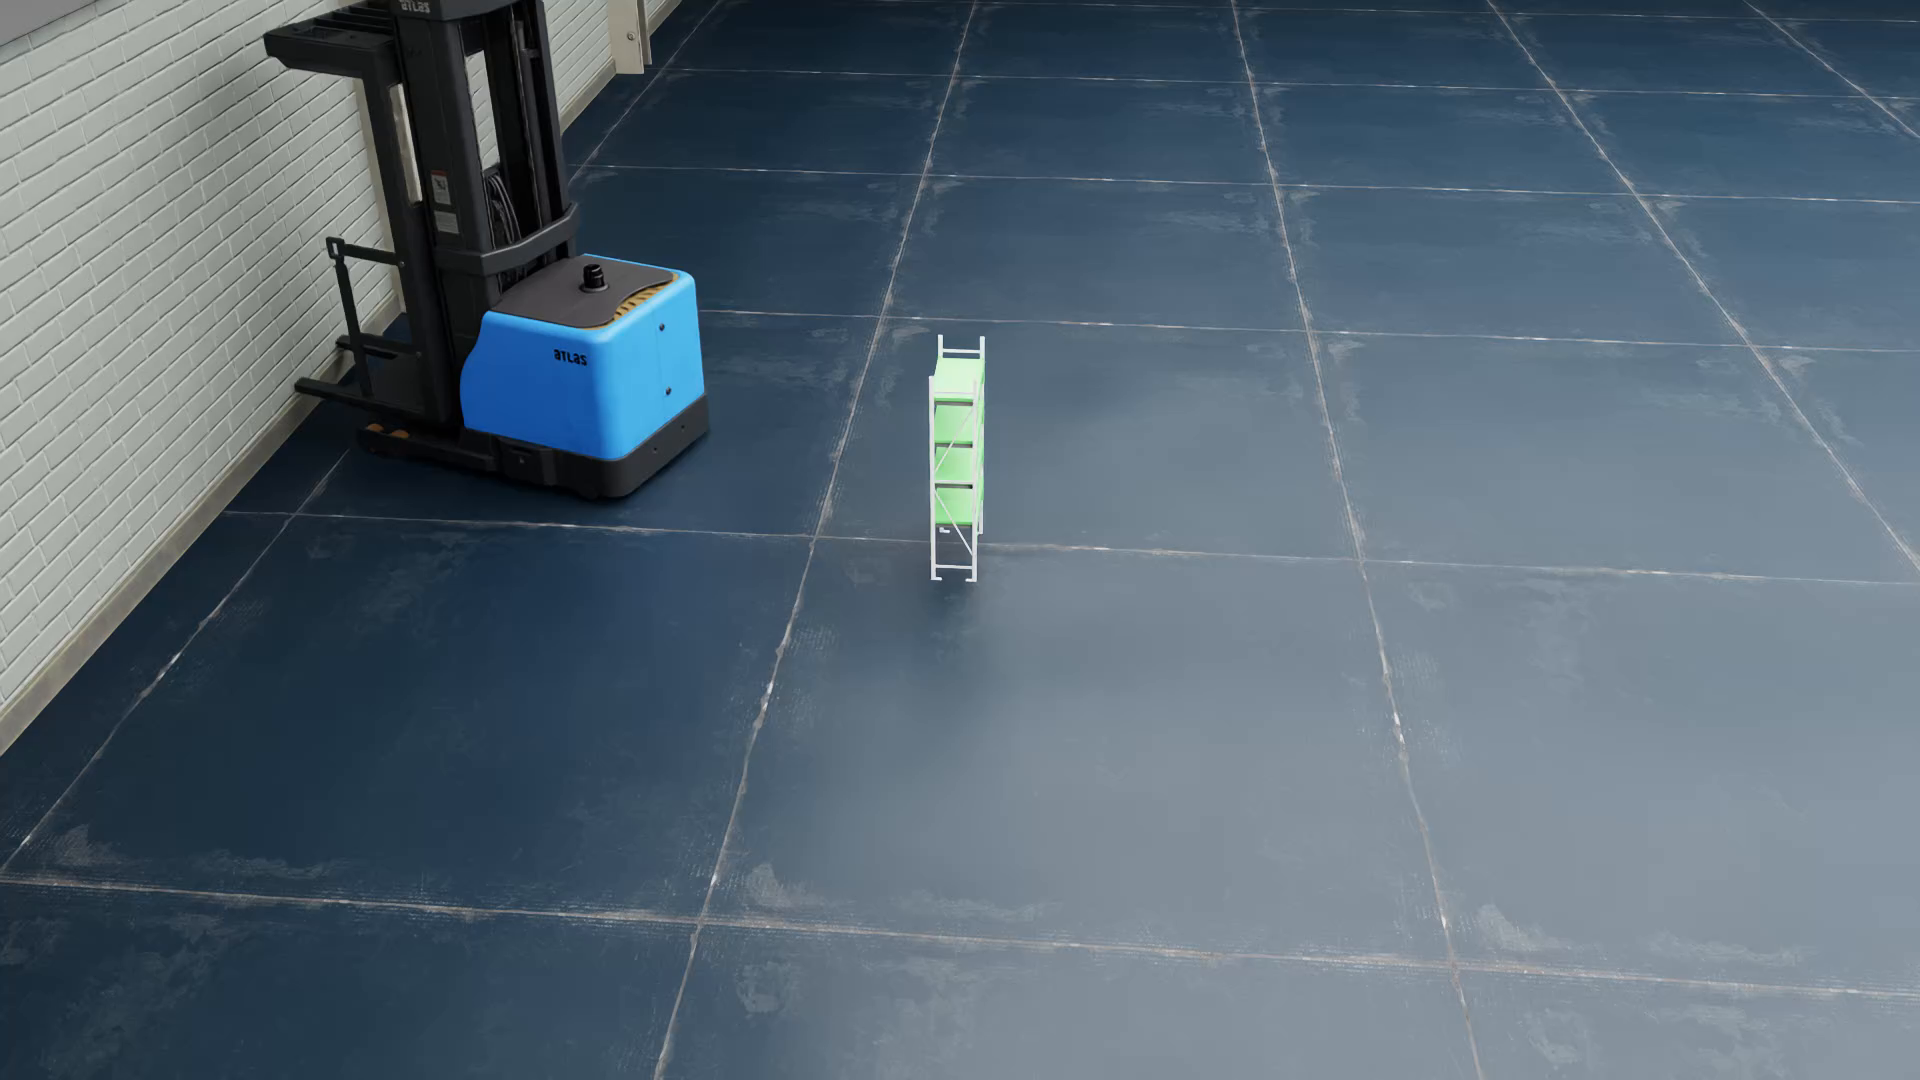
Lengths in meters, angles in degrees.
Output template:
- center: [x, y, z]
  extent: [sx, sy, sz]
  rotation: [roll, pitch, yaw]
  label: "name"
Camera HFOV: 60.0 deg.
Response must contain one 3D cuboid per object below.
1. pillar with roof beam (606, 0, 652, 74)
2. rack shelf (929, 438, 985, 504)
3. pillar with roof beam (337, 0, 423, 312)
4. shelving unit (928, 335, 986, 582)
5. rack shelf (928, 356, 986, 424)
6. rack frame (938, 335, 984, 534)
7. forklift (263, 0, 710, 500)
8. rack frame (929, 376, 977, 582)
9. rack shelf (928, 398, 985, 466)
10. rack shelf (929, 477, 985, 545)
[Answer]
- center: [0.915, -8.513, 14.487]
  extent: [9.100, 9.000, 0.400]
  rotation: [2, 32, 4]
  label: "pillar with roof beam"
- center: [-0.013, -0.370, 8.828]
  extent: [0.258, 0.148, 0.480]
  rotation: [2, 32, 4]
  label: "rack shelf"
- center: [0.426, -5.376, 9.396]
  extent: [9.100, 9.000, 0.400]
  rotation: [2, 32, 4]
  label: "pillar with roof beam"
- center: [-0.013, -0.424, 8.795]
  extent: [0.258, 1.200, 0.503]
  rotation: [2, 32, 4]
  label: "shelving unit"
- center: [-0.013, -0.778, 8.576]
  extent: [0.258, 0.148, 0.480]
  rotation: [2, 32, 4]
  label: "rack shelf"
- center: [0.006, -0.552, 9.002]
  extent: [0.240, 1.200, 0.015]
  rotation: [2, 32, 4]
  label: "rack frame"
- center: [-3.104, -1.983, 9.673]
  extent: [3.031, 2.935, 1.130]
  rotation: [13, 34, 20]
  label: "forklift"
- center: [-0.033, -0.297, 8.588]
  extent: [0.240, 1.200, 0.015]
  rotation: [2, 32, 4]
  label: "rack frame"
- center: [-0.013, -0.574, 8.702]
  extent: [0.258, 0.148, 0.480]
  rotation: [2, 32, 4]
  label: "rack shelf"
- center: [-0.013, -0.166, 8.954]
  extent: [0.258, 0.148, 0.480]
  rotation: [2, 32, 4]
  label: "rack shelf"
